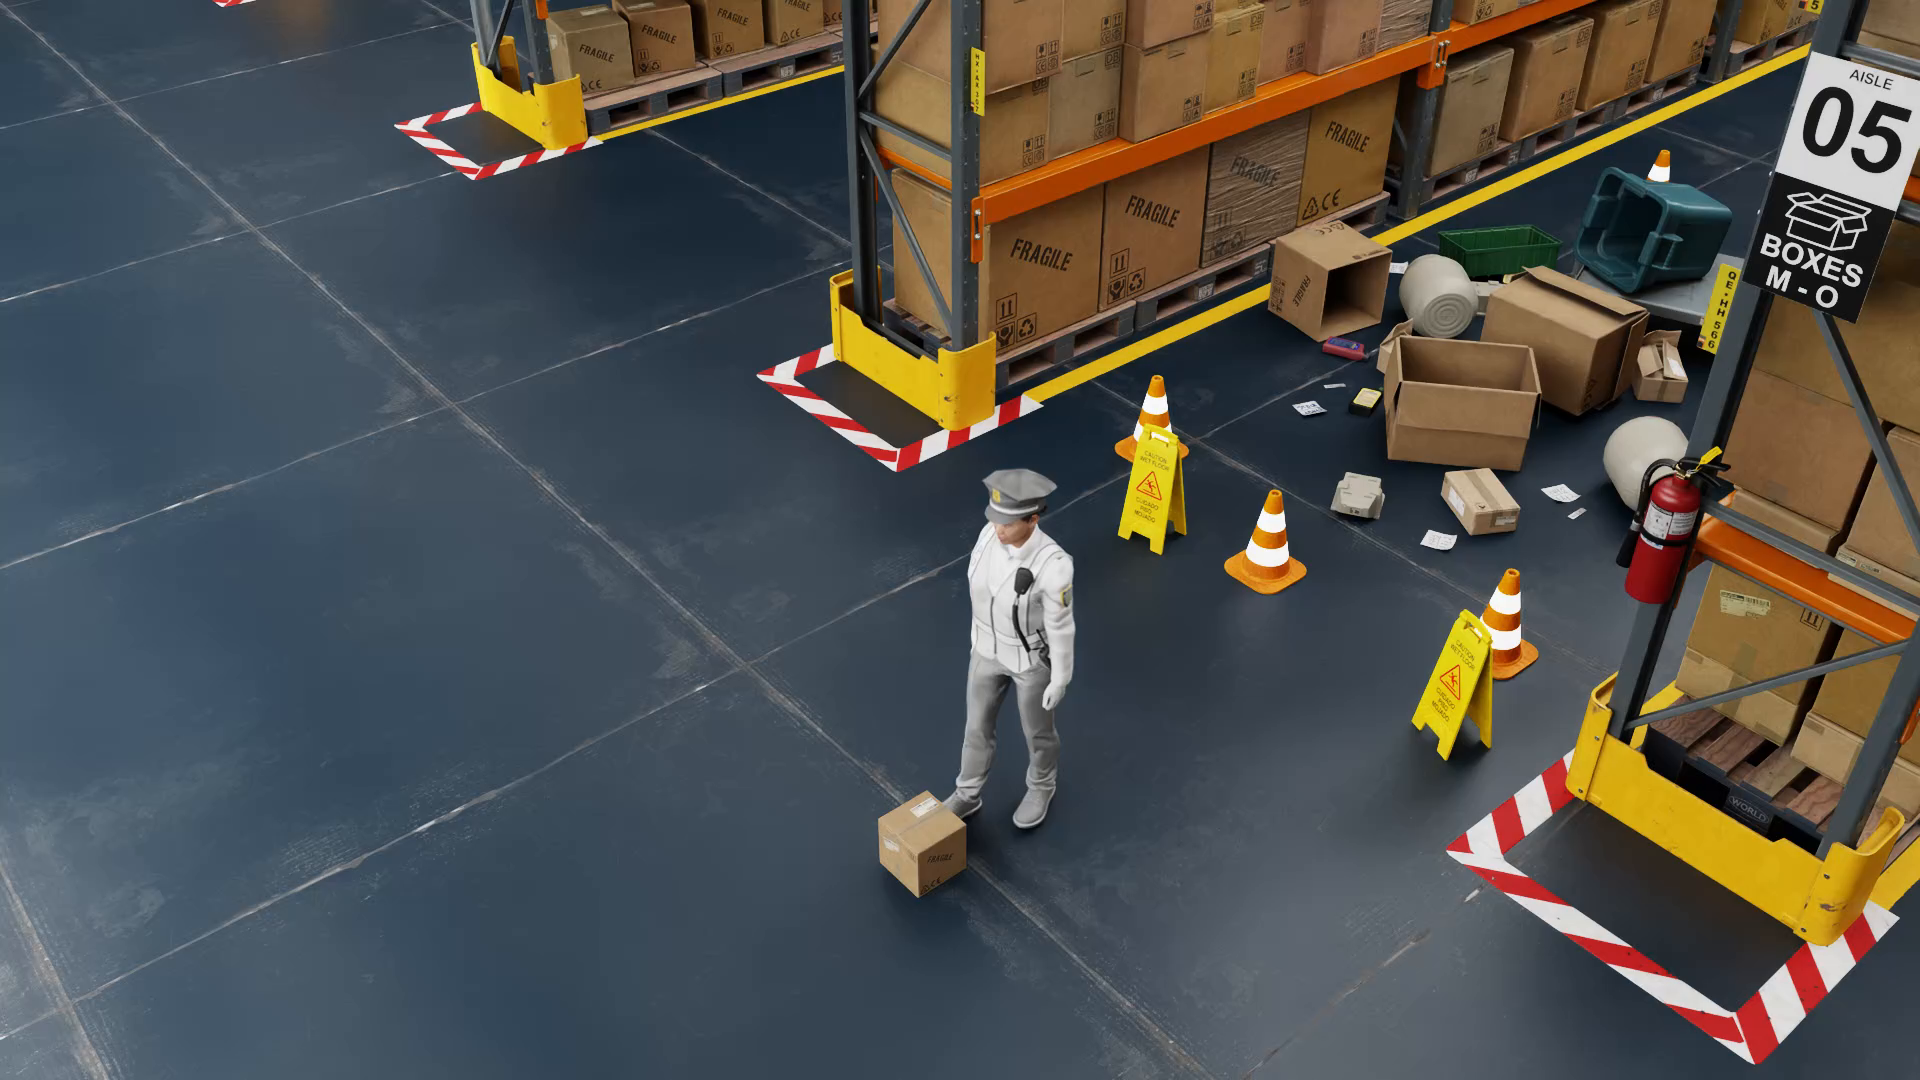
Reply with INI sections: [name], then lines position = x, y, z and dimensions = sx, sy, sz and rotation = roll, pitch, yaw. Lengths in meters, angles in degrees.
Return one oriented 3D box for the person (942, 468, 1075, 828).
[person]
position = 0.177, 0.481, 6.393
dimensions = 0.510, 1.666, 0.540
rotation = 26, 44, 31
